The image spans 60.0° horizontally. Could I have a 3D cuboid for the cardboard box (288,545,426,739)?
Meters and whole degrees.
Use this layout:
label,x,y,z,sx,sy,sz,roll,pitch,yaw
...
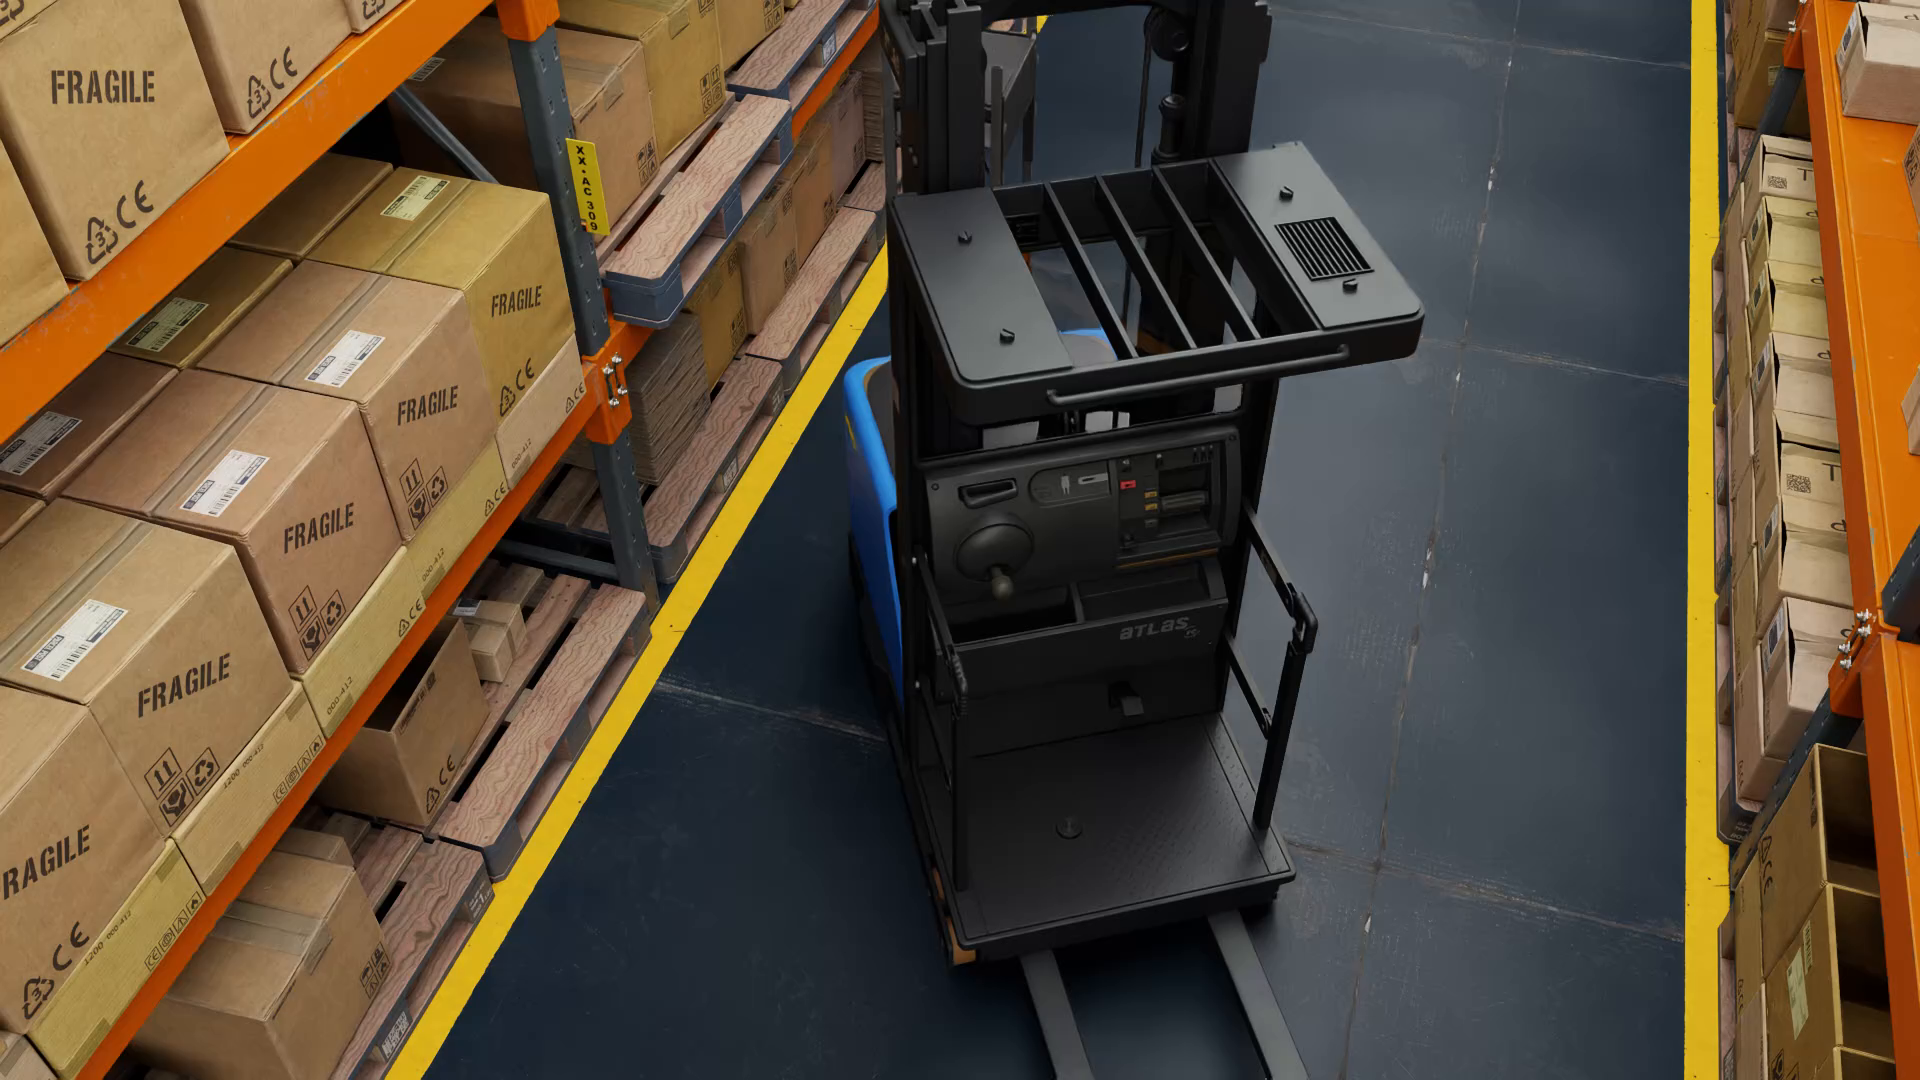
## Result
label,x,y,z,sx,sy,sz,roll,pitch,yaw
cardboard box,-1.810,0.218,4.476,0.500,0.250,0.500,12,46,12

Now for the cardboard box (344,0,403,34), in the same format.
label,x,y,z,sx,sy,sz,roll,pitch,yaw
cardboard box,-1.577,-1.602,4.012,0.500,0.500,0.500,14,46,14

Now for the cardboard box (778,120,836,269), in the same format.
label,x,y,z,sx,sy,sz,roll,pitch,yaw
cardboard box,-1.007,-1.661,7.775,0.700,0.500,0.500,12,46,12

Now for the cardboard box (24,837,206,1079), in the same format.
label,x,y,z,sx,sy,sz,roll,pitch,yaw
cardboard box,-2.117,0.890,3.789,0.500,0.250,0.500,12,46,12

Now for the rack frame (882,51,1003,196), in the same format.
label,x,y,z,sx,sy,sz,roll,pitch,yaw
rack frame,-0.058,-0.786,6.052,0.400,2.100,0.015,11,45,11

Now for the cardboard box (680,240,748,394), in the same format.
label,x,y,z,sx,sy,sz,roll,pitch,yaw
cardboard box,-1.344,-0.991,7.090,0.700,0.500,0.500,12,46,12

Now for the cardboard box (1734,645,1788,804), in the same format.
label,x,y,z,sx,sy,sz,roll,pitch,yaw
cardboard box,2.912,0.664,5.592,0.500,0.250,0.500,12,46,12

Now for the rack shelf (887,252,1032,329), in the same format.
label,x,y,z,sx,sy,sz,roll,pitch,yaw
rack shelf,0.006,-0.941,6.230,0.431,0.518,0.480,11,45,11

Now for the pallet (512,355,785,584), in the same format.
label,x,y,z,sx,sy,sz,roll,pitch,yaw
pallet,-1.425,-0.400,7.008,1.003,0.211,1.213,13,46,13

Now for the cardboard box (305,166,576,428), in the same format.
label,x,y,z,sx,sy,sz,roll,pitch,yaw
cardboard box,-1.508,-0.718,4.896,0.500,0.500,0.500,12,46,12

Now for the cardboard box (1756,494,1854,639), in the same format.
label,x,y,z,sx,sy,sz,roll,pitch,yaw
cardboard box,3.064,0.123,5.745,0.500,0.311,0.500,14,46,14

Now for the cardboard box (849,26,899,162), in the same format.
label,x,y,z,sx,sy,sz,roll,pitch,yaw
cardboard box,-0.616,-2.317,8.445,0.700,0.500,0.500,13,46,13

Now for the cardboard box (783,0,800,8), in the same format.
label,x,y,z,sx,sy,sz,roll,pitch,yaw
cardboard box,-0.937,-2.586,6.862,0.700,0.500,0.500,13,46,13

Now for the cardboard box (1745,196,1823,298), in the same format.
label,x,y,z,sx,sy,sz,roll,pitch,yaw
cardboard box,3.685,-1.226,7.123,0.500,0.311,0.500,11,46,12

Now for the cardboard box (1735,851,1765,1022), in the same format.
label,x,y,z,sx,sy,sz,roll,pitch,yaw
cardboard box,2.634,1.247,4.997,0.500,0.250,0.500,13,46,13

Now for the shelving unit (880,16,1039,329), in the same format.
label,x,y,z,sx,sy,sz,roll,pitch,yaw
shelving unit,0.006,-0.951,6.220,0.431,2.100,0.503,11,45,11

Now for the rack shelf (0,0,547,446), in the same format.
label,x,y,z,sx,sy,sz,roll,pitch,yaw
rack shelf,-2.265,-0.359,3.342,1.077,0.370,4.000,13,46,13

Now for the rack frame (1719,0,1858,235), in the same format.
label,x,y,z,sx,sy,sz,roll,pitch,yaw
rack frame,4.274,-2.497,7.157,1.000,3.000,0.127,13,46,13

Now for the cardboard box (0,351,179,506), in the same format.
label,x,y,z,sx,sy,sz,roll,pitch,yaw
cardboard box,-2.317,-0.155,4.320,0.500,0.500,0.500,14,46,14

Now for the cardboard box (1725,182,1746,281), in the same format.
label,x,y,z,sx,sy,sz,roll,pitch,yaw
cardboard box,3.836,-1.377,7.679,0.500,0.250,0.500,12,46,12

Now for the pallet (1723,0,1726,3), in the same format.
label,x,y,z,sx,sy,sz,roll,pitch,yaw
pallet,5.275,-3.616,10.295,1.003,0.211,1.213,13,46,13

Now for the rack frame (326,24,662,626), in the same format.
label,x,y,z,sx,sy,sz,roll,pitch,yaw
rack frame,-1.659,-0.878,5.502,1.000,3.000,0.127,13,46,13

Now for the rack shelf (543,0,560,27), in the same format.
label,x,y,z,sx,sy,sz,roll,pitch,yaw
rack shelf,-1.054,-3.026,6.067,1.077,0.370,4.000,13,46,13

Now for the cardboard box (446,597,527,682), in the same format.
label,x,y,z,sx,sy,sz,roll,pitch,yaw
cardboard box,-1.793,0.341,5.968,0.380,0.166,0.250,7,45,7

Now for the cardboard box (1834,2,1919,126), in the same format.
label,x,y,z,sx,sy,sz,roll,pitch,yaw
cardboard box,3.819,-1.910,6.621,0.500,0.311,0.500,12,46,12

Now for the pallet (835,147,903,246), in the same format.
label,x,y,z,sx,sy,sz,roll,pitch,yaw
pallet,-0.686,-2.027,8.670,1.003,0.211,1.213,13,46,13

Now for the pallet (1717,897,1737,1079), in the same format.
label,x,y,z,sx,sy,sz,roll,pitch,yaw
pallet,2.782,1.687,4.875,1.003,0.211,1.213,13,46,13

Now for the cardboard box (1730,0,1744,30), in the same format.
label,x,y,z,sx,sy,sz,roll,pitch,yaw
cardboard box,4.644,-3.130,9.277,0.500,0.500,0.500,11,45,11

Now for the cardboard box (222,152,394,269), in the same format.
label,x,y,z,sx,sy,sz,roll,pitch,yaw
cardboard box,-2.001,-0.830,5.010,0.500,0.500,0.500,12,46,12

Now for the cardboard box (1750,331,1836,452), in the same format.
label,x,y,z,sx,sy,sz,roll,pitch,yaw
cardboard box,3.373,-0.544,6.426,0.500,0.311,0.500,12,46,12

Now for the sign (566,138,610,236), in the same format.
label,x,y,z,sx,sy,sz,roll,pitch,yaw
sign,-1.140,-1.077,5.087,0.100,0.325,0.005,13,46,13

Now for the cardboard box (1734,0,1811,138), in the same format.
label,x,y,z,sx,sy,sz,roll,pitch,yaw
cardboard box,4.334,-2.434,8.565,0.500,0.500,0.500,14,46,14

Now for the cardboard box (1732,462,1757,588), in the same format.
label,x,y,z,sx,sy,sz,roll,pitch,yaw
cardboard box,3.222,-0.014,6.285,0.500,0.250,0.500,13,46,13

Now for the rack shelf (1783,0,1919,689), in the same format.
label,x,y,z,sx,sy,sz,roll,pitch,yaw
rack shelf,3.669,-0.907,6.046,1.077,0.370,4.000,13,46,13

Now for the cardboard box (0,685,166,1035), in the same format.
label,x,y,z,sx,sy,sz,roll,pitch,yaw
cardboard box,-2.118,0.642,3.506,0.500,0.500,0.500,11,45,11

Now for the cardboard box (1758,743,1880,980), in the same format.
label,x,y,z,sx,sy,sz,roll,pitch,yaw
cardboard box,2.624,0.977,4.737,0.500,0.500,0.500,13,46,13

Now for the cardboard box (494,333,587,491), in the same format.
label,x,y,z,sx,sy,sz,roll,pitch,yaw
cardboard box,-1.514,-0.451,5.159,0.500,0.250,0.500,13,46,13

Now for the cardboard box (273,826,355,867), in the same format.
label,x,y,z,sx,sy,sz,roll,pitch,yaw
cardboard box,-2.163,1.046,5.260,0.380,0.149,0.250,9,45,9

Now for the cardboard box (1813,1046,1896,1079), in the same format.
label,x,y,z,sx,sy,sz,roll,pitch,yaw
cardboard box,2.321,1.643,4.056,0.500,0.500,0.500,13,46,13

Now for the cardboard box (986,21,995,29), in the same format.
label,x,y,z,sx,sy,sz,roll,pitch,yaw
cardboard box,-0.100,-3.388,9.304,0.750,0.750,0.750,12,46,12

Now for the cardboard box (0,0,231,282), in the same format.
label,x,y,z,sx,sy,sz,roll,pitch,yaw
cardboard box,-1.874,-0.892,3.286,0.500,0.500,0.500,11,45,11

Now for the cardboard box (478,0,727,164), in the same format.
label,x,y,z,sx,sy,sz,roll,pitch,yaw
cardboard box,-1.297,-1.774,6.032,0.700,0.500,0.500,17,47,17

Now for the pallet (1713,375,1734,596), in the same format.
label,x,y,z,sx,sy,sz,roll,pitch,yaw
pallet,3.617,-0.149,6.752,1.003,0.211,1.213,13,46,13

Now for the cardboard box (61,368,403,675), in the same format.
label,x,y,z,sx,sy,sz,roll,pitch,yaw
cardboard box,-1.816,-0.051,4.214,0.500,0.500,0.500,11,46,11

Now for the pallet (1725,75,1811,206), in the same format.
label,x,y,z,sx,sy,sz,roll,pitch,yaw
pallet,4.536,-1.990,8.633,1.003,0.211,1.213,13,46,13

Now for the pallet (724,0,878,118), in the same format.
label,x,y,z,sx,sy,sz,roll,pitch,yaw
pallet,-1.008,-2.147,6.937,1.003,0.211,1.213,13,46,13

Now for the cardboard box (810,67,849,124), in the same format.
label,x,y,z,sx,sy,sz,roll,pitch,yaw
cardboard box,-0.849,-2.218,7.808,0.500,0.250,0.500,13,46,13

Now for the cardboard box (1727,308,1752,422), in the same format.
label,x,y,z,sx,sy,sz,roll,pitch,yaw
cardboard box,3.533,-0.694,6.981,0.500,0.250,0.500,11,46,11

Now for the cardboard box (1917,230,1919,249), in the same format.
label,x,y,z,sx,sy,sz,roll,pitch,yaw
cardboard box,3.622,-1.060,5.617,0.500,0.500,0.500,13,46,13

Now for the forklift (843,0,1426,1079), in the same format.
label,x,y,z,sx,sy,sz,roll,pitch,yaw
forklift,0.417,0.014,4.640,1.130,2.935,3.031,-10,45,-10
